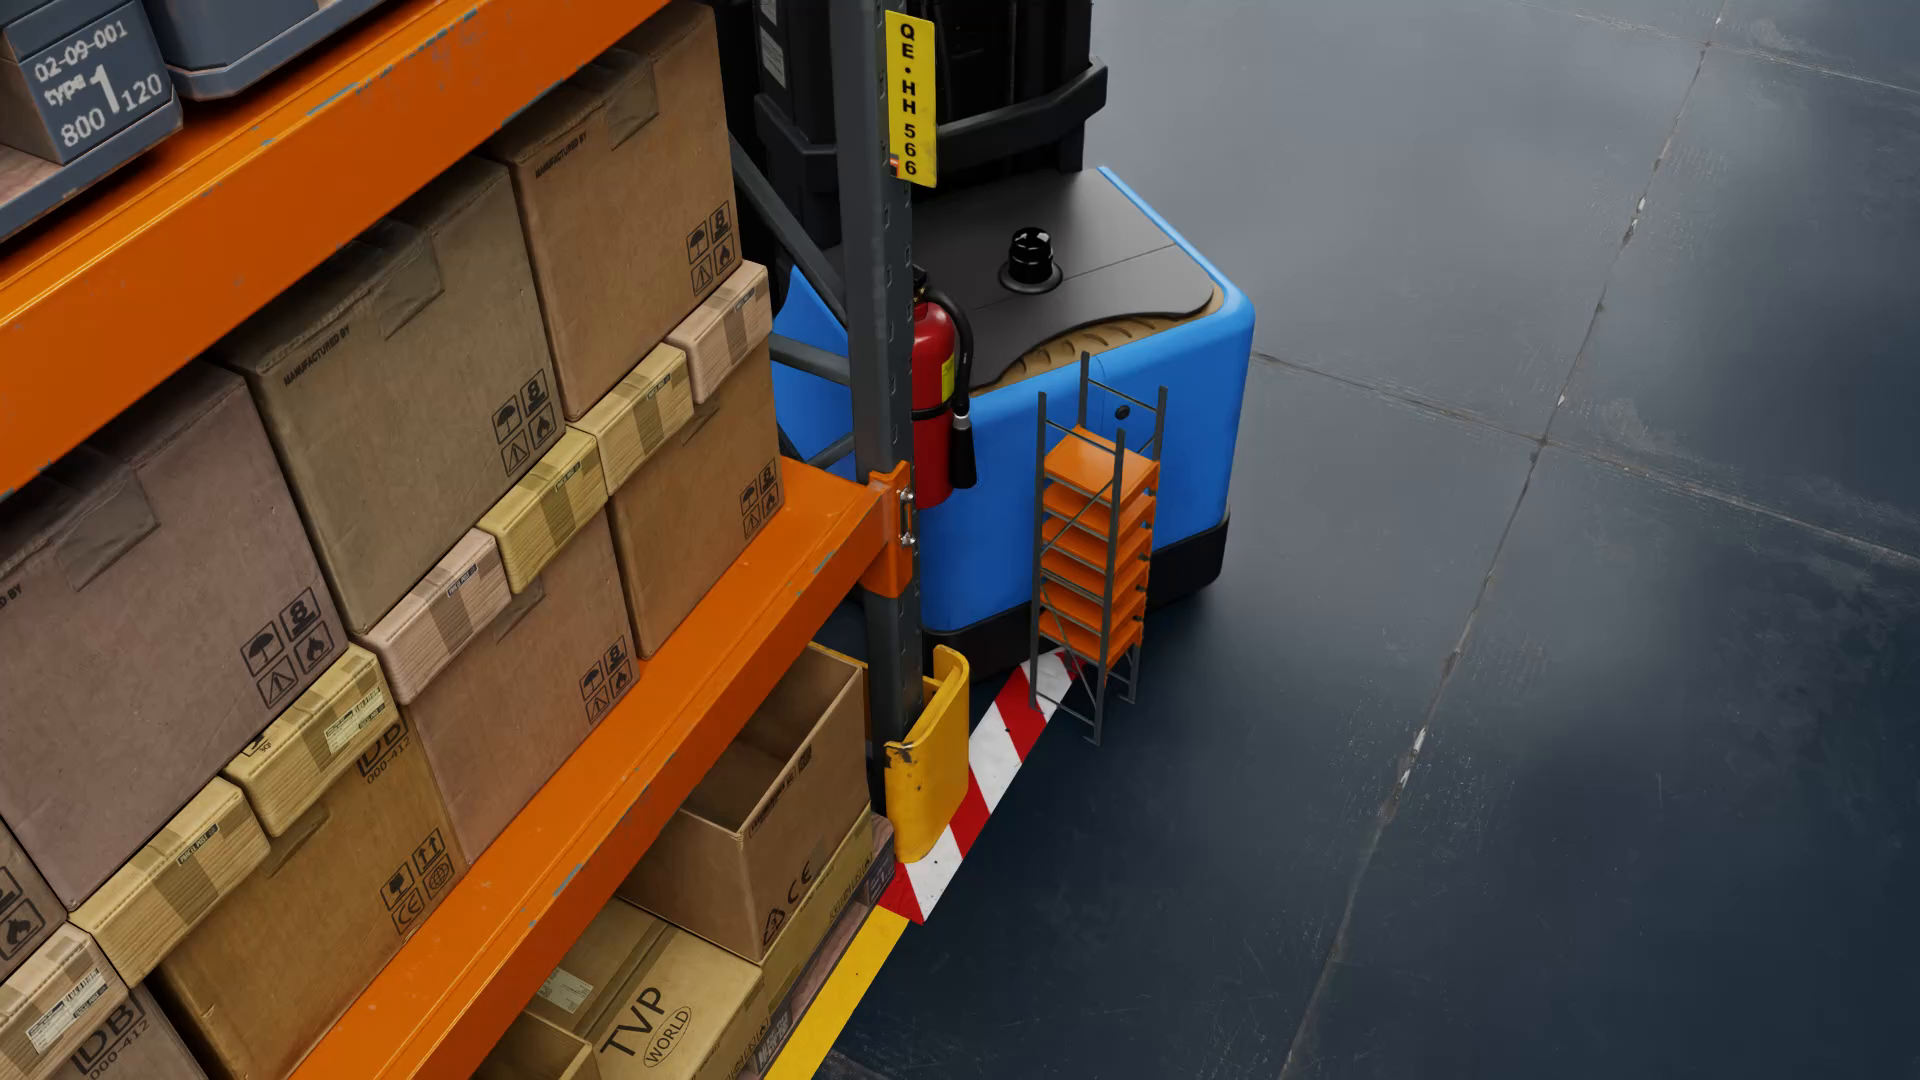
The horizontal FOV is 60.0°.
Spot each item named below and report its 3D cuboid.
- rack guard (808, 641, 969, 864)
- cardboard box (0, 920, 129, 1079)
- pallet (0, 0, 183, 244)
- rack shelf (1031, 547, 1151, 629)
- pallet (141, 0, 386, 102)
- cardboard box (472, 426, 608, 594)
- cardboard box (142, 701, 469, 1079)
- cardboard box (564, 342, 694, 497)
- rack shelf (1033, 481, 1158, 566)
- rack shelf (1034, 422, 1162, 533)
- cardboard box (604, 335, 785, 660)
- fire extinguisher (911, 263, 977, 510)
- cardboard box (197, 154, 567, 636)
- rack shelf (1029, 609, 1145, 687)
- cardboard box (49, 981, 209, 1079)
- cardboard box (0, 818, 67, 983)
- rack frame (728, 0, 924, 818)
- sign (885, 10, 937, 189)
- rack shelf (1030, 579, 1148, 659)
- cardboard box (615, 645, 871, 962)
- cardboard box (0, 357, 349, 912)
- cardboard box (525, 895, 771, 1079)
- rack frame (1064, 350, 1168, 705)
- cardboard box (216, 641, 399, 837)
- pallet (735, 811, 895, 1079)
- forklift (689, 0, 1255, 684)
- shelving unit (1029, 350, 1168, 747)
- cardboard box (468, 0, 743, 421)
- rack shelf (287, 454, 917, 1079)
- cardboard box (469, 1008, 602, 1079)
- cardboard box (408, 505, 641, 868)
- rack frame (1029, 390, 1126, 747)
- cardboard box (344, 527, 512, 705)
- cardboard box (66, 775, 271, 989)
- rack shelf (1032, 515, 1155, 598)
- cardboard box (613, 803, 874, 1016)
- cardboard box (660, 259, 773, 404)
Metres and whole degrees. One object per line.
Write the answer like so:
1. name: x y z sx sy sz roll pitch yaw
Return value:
1. rack guard: -0.551 0.396 4.507 1.175 0.500 0.348 20 49 19
2. cardboard box: -1.289 0.551 2.070 0.380 0.149 0.250 20 49 19
3. pallet: -1.478 -0.282 1.373 1.003 0.211 1.213 20 49 19
4. rack shelf: 0.344 0.092 4.375 0.258 0.103 0.180 28 53 25
5. pallet: -0.913 -1.054 2.135 1.003 0.211 1.213 20 49 19
6. cardboard box: -0.809 -0.100 2.714 0.380 0.149 0.250 20 49 18
7. cardboard box: -1.265 0.431 2.645 0.700 0.500 0.500 21 49 19
8. cardboard box: -0.691 -0.261 2.873 0.380 0.149 0.250 22 49 20
9. rack shelf: 0.341 -0.074 4.202 0.258 0.103 0.180 28 53 25
10. rack shelf: 0.340 -0.157 4.115 0.258 0.103 0.180 28 53 25
11. cardboard box: -0.790 -0.212 3.281 0.700 0.500 0.500 20 49 19
12. fire extinguisher: -0.096 -0.361 3.552 0.296 0.674 0.183 20 49 19
13. cardboard box: -1.054 -0.302 2.457 0.700 0.500 0.500 19 48 18
14. rack shelf: 0.346 0.258 4.549 0.258 0.103 0.180 28 53 25
15. cardboard box: -1.506 0.764 2.316 0.700 0.500 0.500 22 49 20
16. cardboard box: -1.520 0.331 1.831 0.700 0.500 0.500 20 49 19
17. rack frame: -0.562 -0.467 3.603 1.000 3.000 0.127 20 49 19
18. sign: -0.088 -0.769 2.921 0.100 0.325 0.005 20 49 19
19. rack shelf: 0.345 0.175 4.462 0.258 0.103 0.180 28 53 25
20. cardboard box: -0.547 0.524 3.734 0.500 0.500 0.500 20 49 19
21. cardboard box: -1.287 0.016 2.143 0.700 0.500 0.500 21 49 19
22. cardboard box: -0.771 1.106 3.686 0.500 0.250 0.500 20 49 19
23. rack frame: 0.398 0.008 4.394 0.240 1.200 0.006 28 53 25
24. cardboard box: -1.050 0.223 2.394 0.380 0.149 0.250 22 49 20
25. pallet: -0.880 1.009 4.105 1.003 0.211 1.213 20 49 19
26. forklift: -0.342 -1.649 4.819 1.130 2.935 3.031 -21 49 -19
27. shelving unit: 0.343 0.061 4.343 0.258 1.200 0.189 28 53 25
28. cardboard box: -0.815 -0.635 2.786 0.700 0.500 0.500 21 49 19
29. rack shelf: -1.490 1.046 2.613 1.077 0.370 4.000 20 49 19
30. cardboard box: -0.998 1.159 3.106 0.500 0.500 0.500 20 49 19
31. cardboard box: -1.029 0.120 2.952 0.700 0.500 0.500 22 49 20
32. rack frame: 0.289 0.115 4.293 0.240 1.200 0.006 28 53 25
33. cardboard box: -0.928 0.058 2.558 0.380 0.149 0.250 21 49 20
34. cardboard box: -1.170 0.390 2.230 0.380 0.149 0.250 22 49 20
35. rack shelf: 0.342 0.009 4.289 0.258 0.103 0.180 28 53 25
36. cardboard box: -0.549 0.787 4.001 0.500 0.250 0.500 20 49 19
37. cardboard box: -0.571 -0.427 3.036 0.380 0.149 0.250 20 49 18
